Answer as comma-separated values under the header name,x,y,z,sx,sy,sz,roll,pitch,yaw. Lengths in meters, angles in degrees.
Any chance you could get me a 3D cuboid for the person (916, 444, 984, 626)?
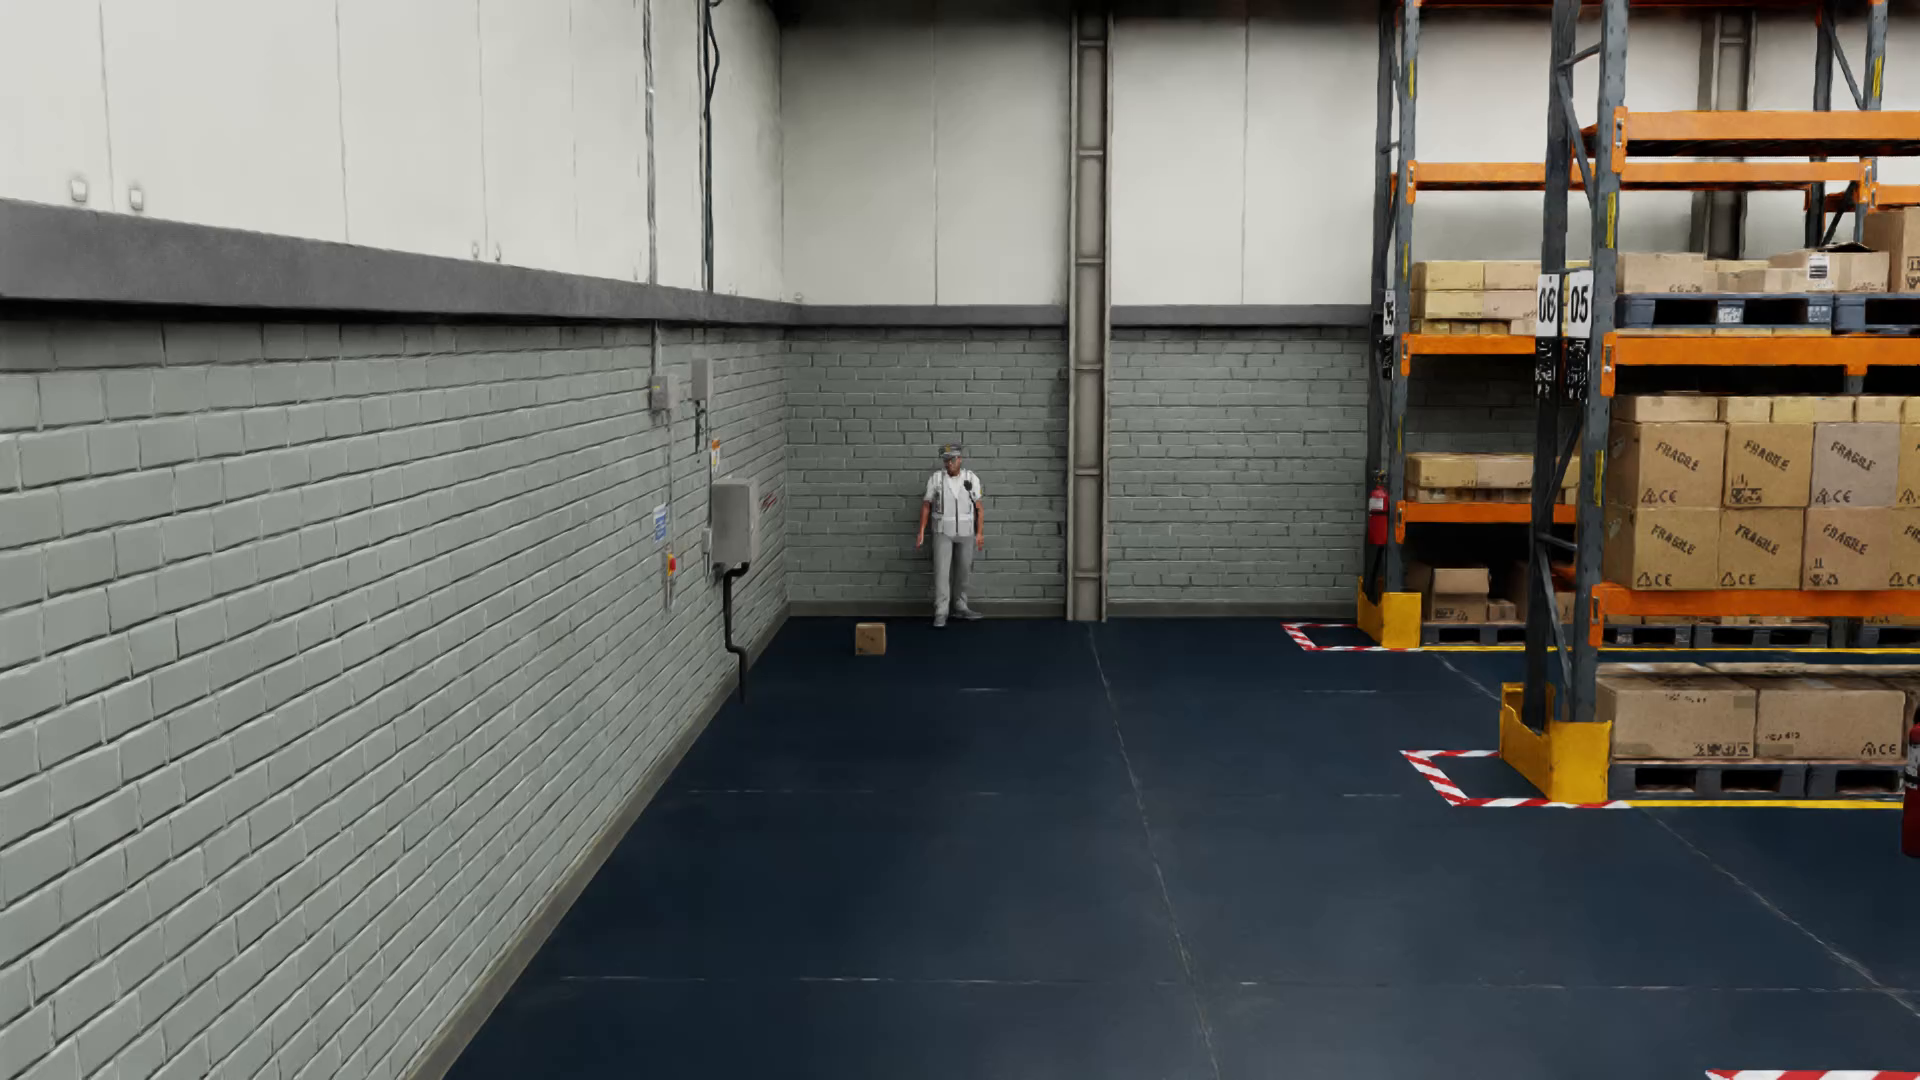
name,x,y,z,sx,sy,sz,roll,pitch,yaw
person,-0.085,-0.061,16.087,0.672,1.744,0.633,-2,7,-12
